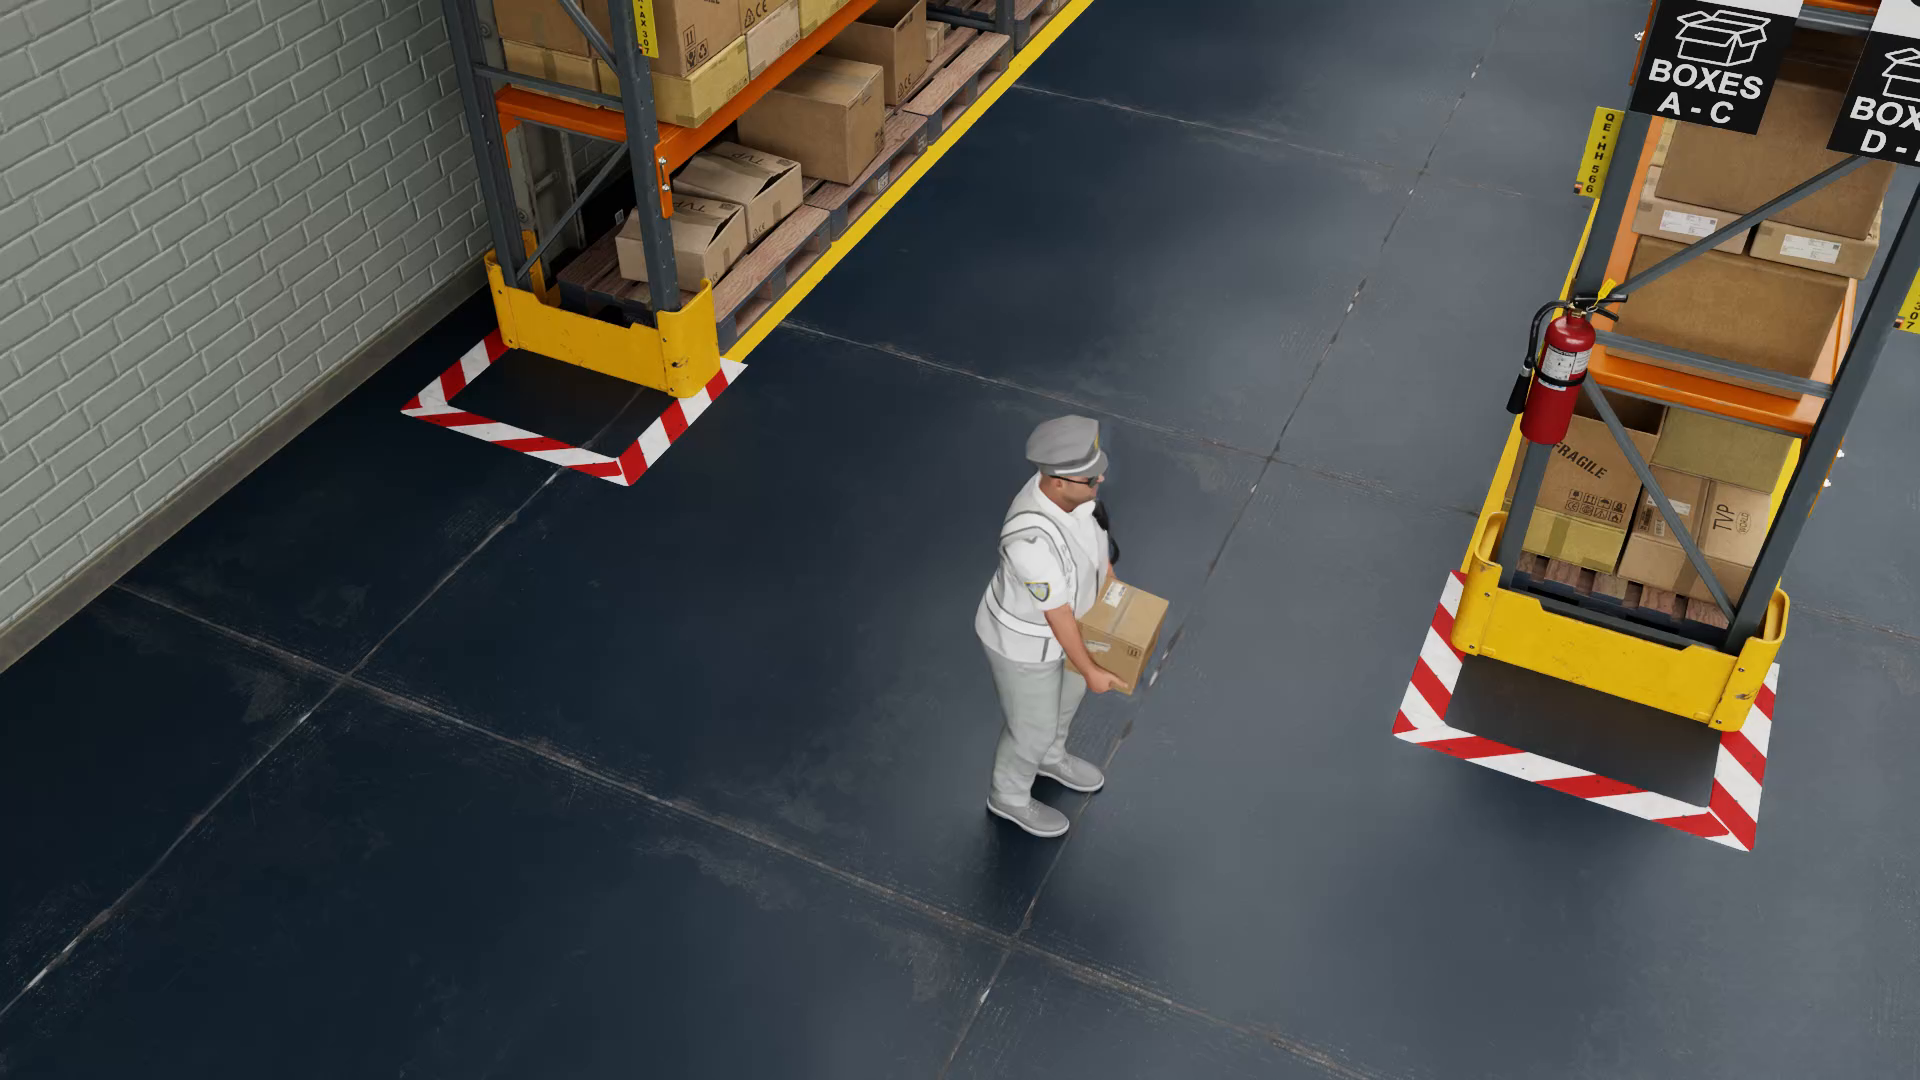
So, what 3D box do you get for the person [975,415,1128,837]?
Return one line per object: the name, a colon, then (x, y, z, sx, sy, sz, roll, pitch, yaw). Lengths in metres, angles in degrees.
person: (0.362, 0.314, 5.802, 0.581, 1.761, 0.488, 17, 44, 18)
